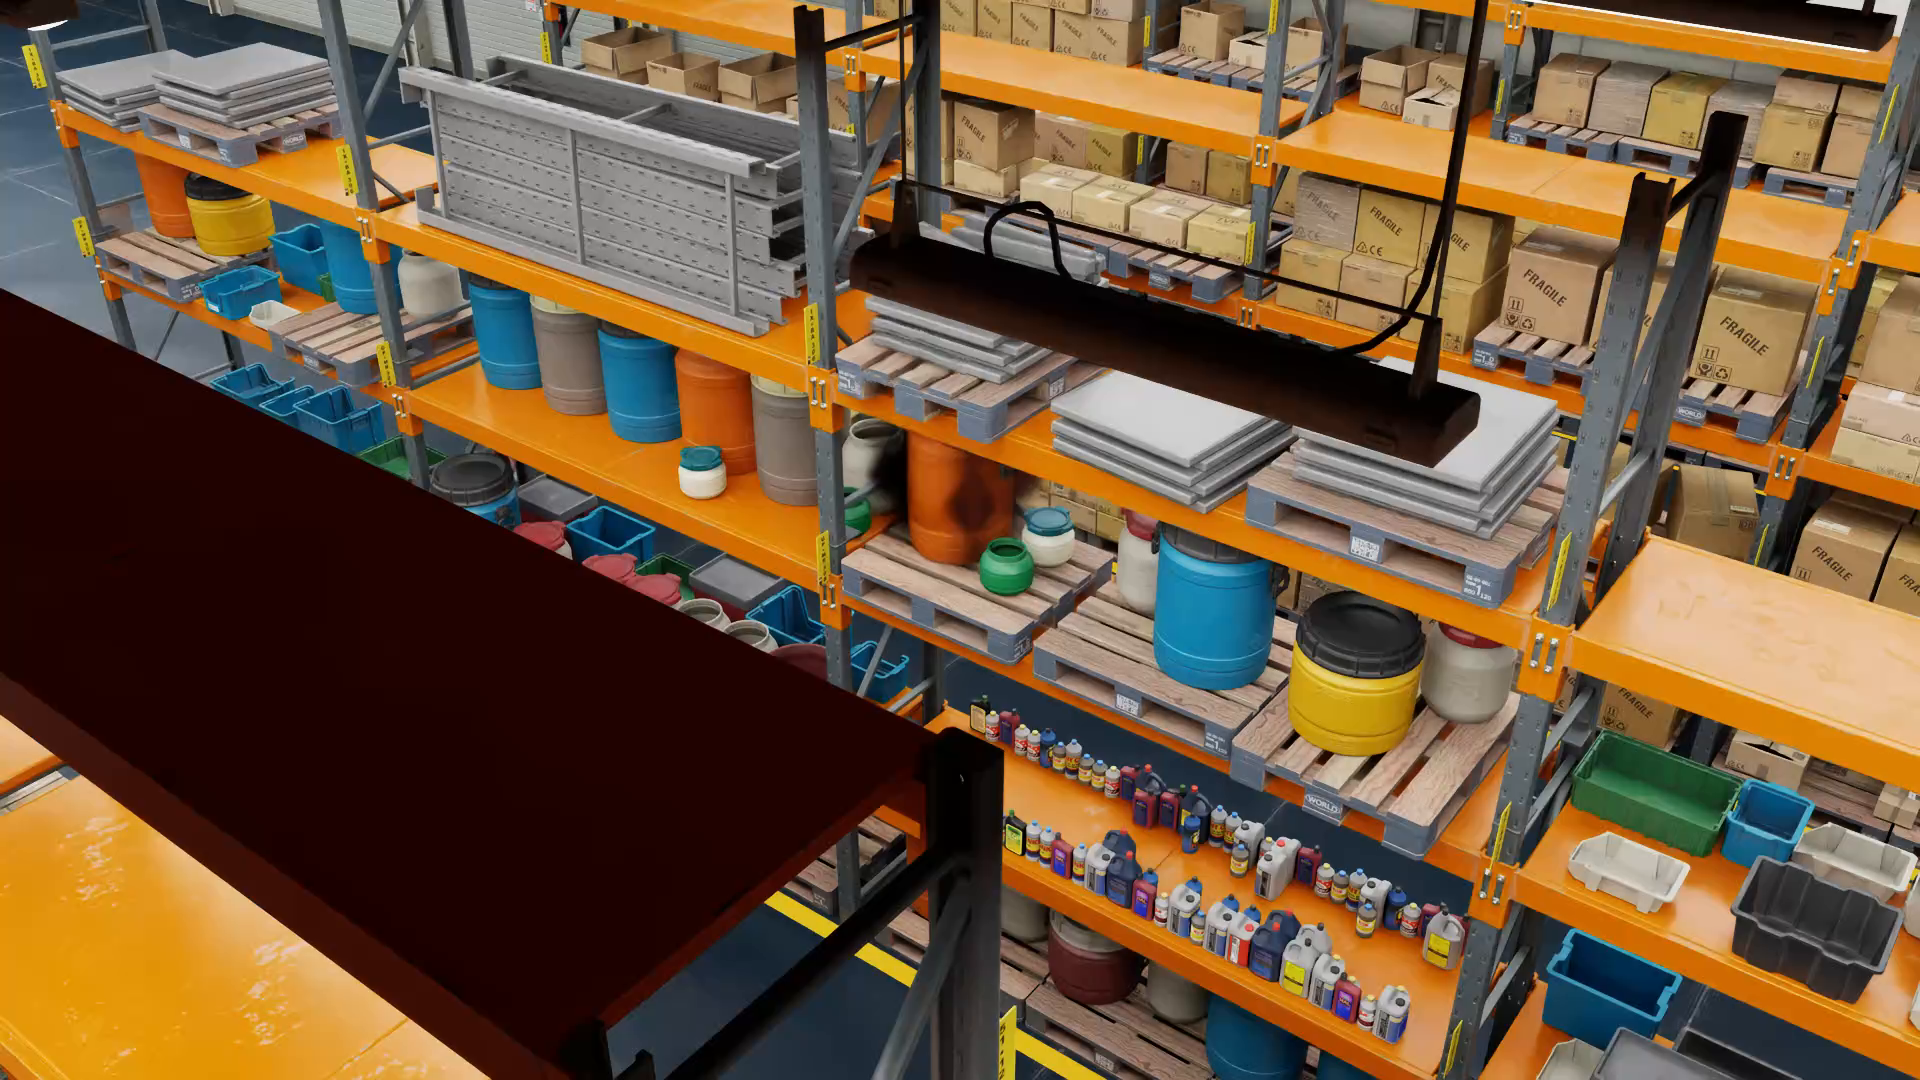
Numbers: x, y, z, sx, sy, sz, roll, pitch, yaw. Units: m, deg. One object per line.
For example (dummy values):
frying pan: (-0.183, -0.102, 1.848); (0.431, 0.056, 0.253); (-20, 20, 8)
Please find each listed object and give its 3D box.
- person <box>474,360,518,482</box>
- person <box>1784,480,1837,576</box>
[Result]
person: (-4.449, -1.350, 15.953); (0.534, 1.735, 0.375); (22, 38, 31)
person: (7.292, -0.302, 14.074); (0.648, 1.810, 0.459); (22, 37, 31)
